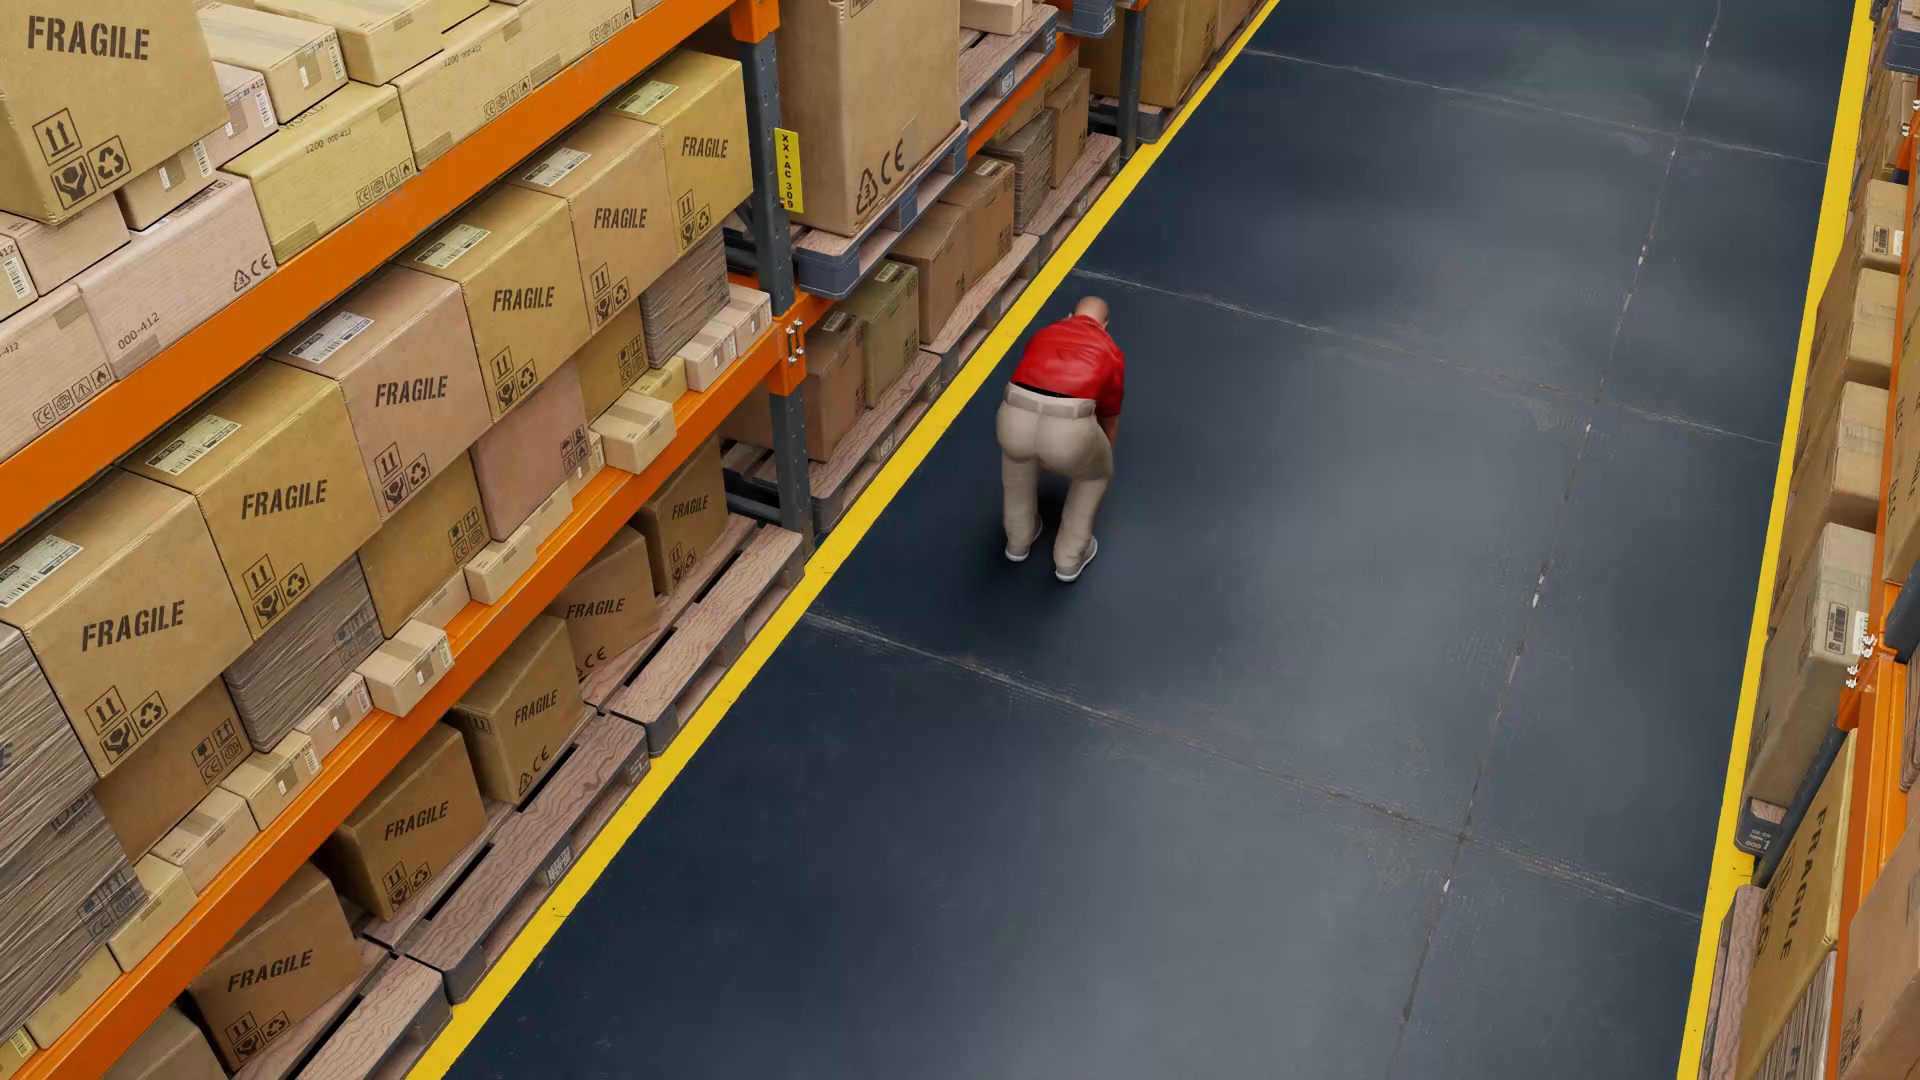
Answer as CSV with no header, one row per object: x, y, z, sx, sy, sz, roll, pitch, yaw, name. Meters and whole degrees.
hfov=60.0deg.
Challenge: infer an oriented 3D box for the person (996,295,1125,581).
0.457,-0.455,7.204,0.499,1.038,0.963,13,43,14,person
